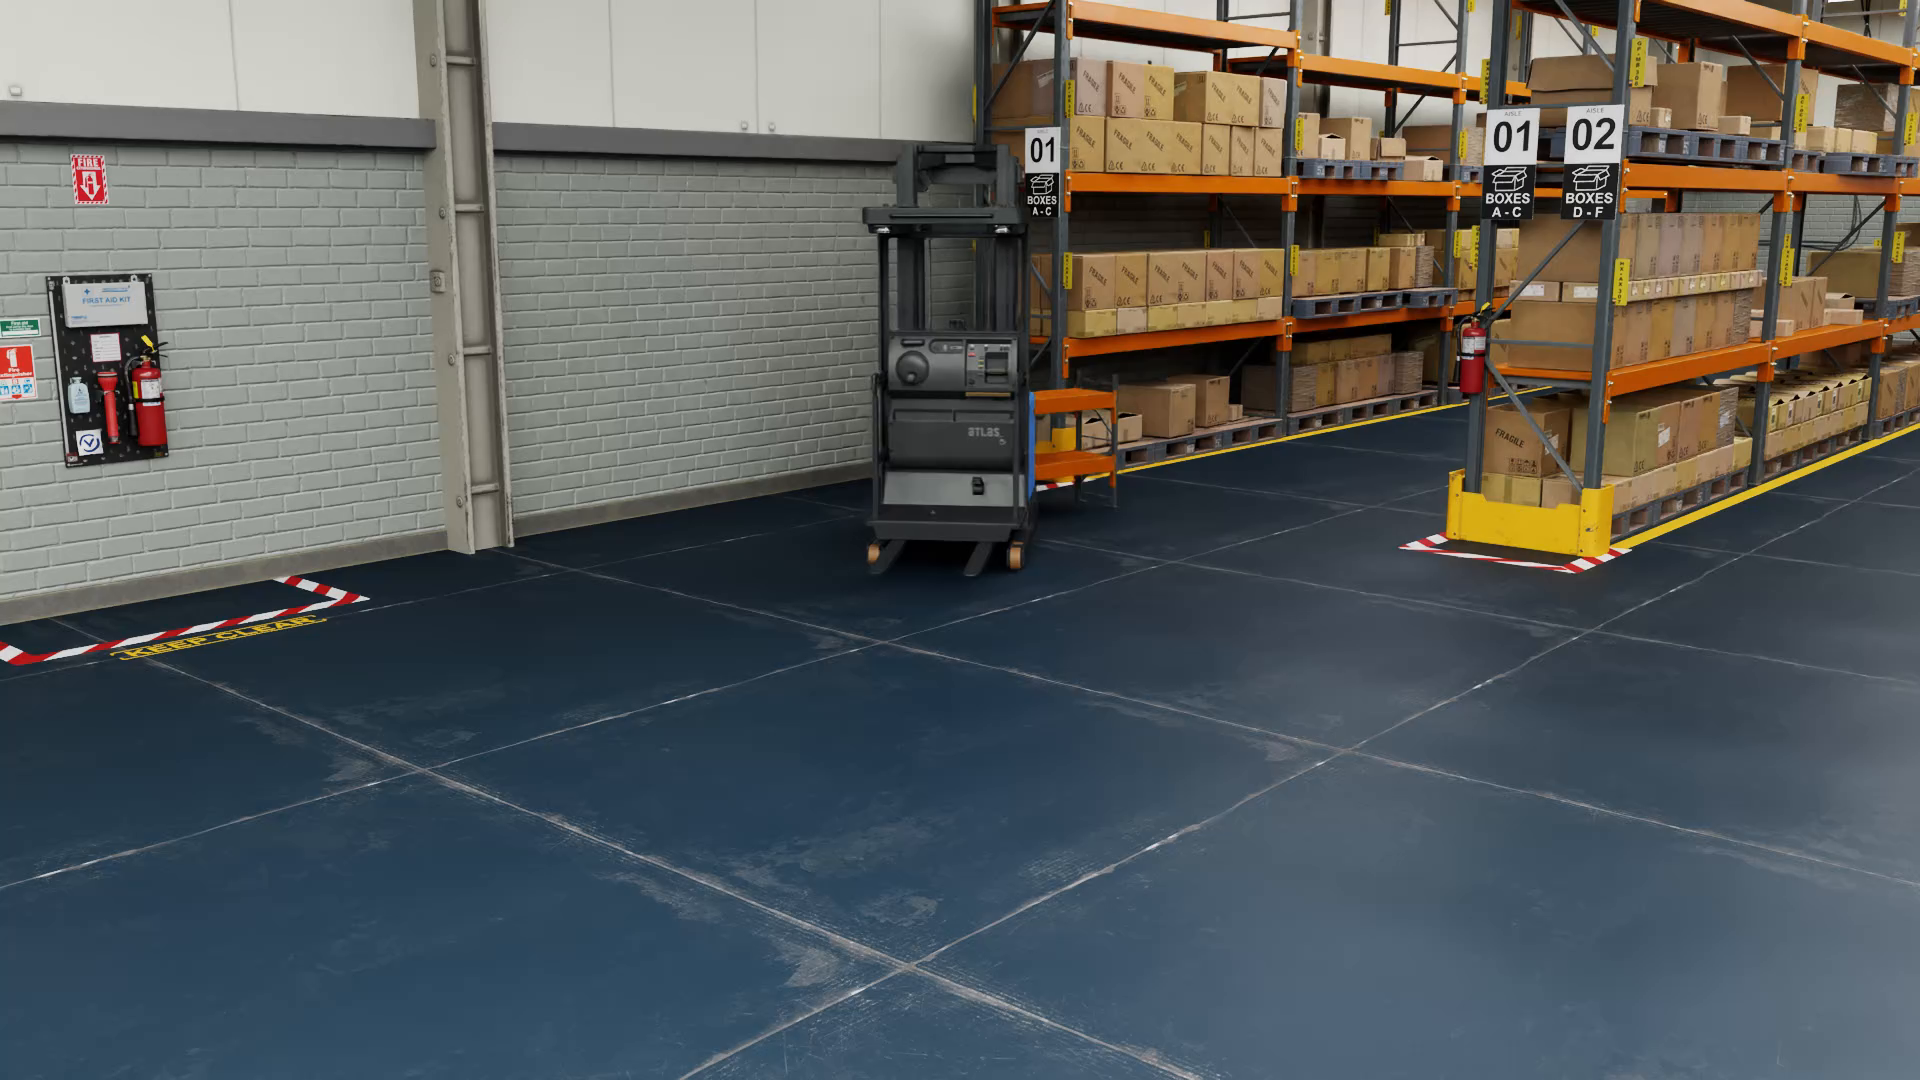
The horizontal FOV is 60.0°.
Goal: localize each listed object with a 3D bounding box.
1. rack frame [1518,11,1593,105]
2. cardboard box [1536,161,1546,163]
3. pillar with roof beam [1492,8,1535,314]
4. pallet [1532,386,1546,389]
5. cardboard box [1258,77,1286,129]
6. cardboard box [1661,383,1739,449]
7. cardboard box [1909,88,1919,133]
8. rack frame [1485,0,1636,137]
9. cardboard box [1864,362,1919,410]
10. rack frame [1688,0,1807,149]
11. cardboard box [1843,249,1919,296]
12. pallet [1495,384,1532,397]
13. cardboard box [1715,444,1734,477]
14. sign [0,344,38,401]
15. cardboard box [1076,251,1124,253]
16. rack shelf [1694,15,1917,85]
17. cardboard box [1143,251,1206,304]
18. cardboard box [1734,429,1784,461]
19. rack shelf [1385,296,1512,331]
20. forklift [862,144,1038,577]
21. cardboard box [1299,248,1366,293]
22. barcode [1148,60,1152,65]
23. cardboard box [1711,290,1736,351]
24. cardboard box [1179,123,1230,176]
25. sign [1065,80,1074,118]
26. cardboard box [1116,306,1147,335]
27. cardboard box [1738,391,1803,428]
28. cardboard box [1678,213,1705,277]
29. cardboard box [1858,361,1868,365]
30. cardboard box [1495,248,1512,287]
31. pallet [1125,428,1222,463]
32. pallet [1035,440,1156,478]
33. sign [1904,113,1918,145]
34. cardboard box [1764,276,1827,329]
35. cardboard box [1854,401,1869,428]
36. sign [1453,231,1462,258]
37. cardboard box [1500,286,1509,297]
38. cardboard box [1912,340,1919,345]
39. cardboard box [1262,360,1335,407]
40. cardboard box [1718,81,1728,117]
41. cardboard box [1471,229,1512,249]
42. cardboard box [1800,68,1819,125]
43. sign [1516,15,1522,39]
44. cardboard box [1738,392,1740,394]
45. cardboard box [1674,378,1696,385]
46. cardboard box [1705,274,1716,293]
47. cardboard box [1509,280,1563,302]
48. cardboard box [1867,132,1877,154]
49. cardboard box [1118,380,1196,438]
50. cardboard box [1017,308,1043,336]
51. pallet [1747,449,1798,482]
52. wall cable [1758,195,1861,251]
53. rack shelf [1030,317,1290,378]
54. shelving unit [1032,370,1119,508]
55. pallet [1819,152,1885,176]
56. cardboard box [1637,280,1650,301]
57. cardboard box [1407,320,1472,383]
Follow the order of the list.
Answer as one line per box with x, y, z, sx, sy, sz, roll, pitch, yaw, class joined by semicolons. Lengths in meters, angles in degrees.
8.485;-6.791;23.734;1.000;3.000;0.127;10;15;40;rack frame
7.821;-5.469;23.398;0.700;0.500;0.500;9;14;37;cardboard box
11.531;-6.449;22.023;9.100;9.000;0.400;10;15;40;pillar with roof beam
8.032;-2.358;23.978;1.003;0.211;1.213;10;15;40;pallet
3.077;-4.583;17.481;0.500;0.500;0.500;8;14;36;cardboard box
6.447;-1.088;14.536;0.500;0.500;0.500;10;15;40;cardboard box
10.534;-4.844;18.839;0.500;0.500;0.500;10;15;40;cardboard box
4.287;-4.385;11.691;1.000;3.000;0.127;10;15;40;rack frame
10.759;-1.791;19.279;0.500;0.500;0.500;10;15;40;cardboard box
6.928;-4.974;14.637;1.000;3.000;0.127;10;15;40;rack frame
10.646;-3.092;19.207;0.500;0.500;0.700;-9;14;-37;cardboard box
7.227;-2.178;23.075;1.003;0.211;1.213;10;15;40;pallet
6.448;-0.720;14.608;0.500;0.250;0.500;10;15;40;cardboard box
-5.687;-1.006;9.999;0.001;0.329;0.234;10;15;40;sign
1.393;-2.633;16.655;0.500;0.500;0.500;9;15;39;cardboard box
8.248;-4.719;16.220;1.077;0.370;4.000;10;15;40;rack shelf
2.116;-2.643;16.701;0.500;0.500;0.500;10;15;42;cardboard box
7.380;-0.917;15.590;0.500;0.250;0.500;9;15;39;cardboard box
7.165;-3.202;22.919;1.077;0.370;4.000;10;15;40;rack shelf
-0.071;-1.296;11.719;1.130;2.935;3.031;1;11;6;forklift
4.351;-3.189;19.641;0.500;0.500;0.700;-10;15;-40;cardboard box
1.963;-4.925;17.203;0.001;0.075;0.075;10;15;40;barcode
6.296;-1.936;14.492;0.700;0.500;0.500;10;15;40;cardboard box
2.376;-3.936;16.794;0.500;0.500;0.500;9;14;38;cardboard box
0.971;-3.913;14.752;0.100;0.325;0.005;10;15;40;sign
1.456;-2.128;16.041;0.500;0.250;0.500;9;15;39;cardboard box
7.722;-1.266;15.907;0.500;0.311;0.500;10;15;40;cardboard box
5.646;-2.429;13.648;0.700;0.500;0.500;10;15;40;cardboard box
10.351;-1.854;19.595;0.500;0.500;0.500;9;14;38;cardboard box
7.038;-3.652;22.271;0.500;0.500;0.500;10;15;40;cardboard box
1.982;-1.020;17.282;1.003;0.211;1.213;10;15;40;pallet
1.177;-0.842;16.387;1.003;0.211;1.213;10;15;40;pallet
9.979;-4.311;17.454;0.100;0.325;0.005;10;15;40;sign
8.473;-2.420;16.915;0.500;0.500;0.500;9;14;37;cardboard box
9.404;-1.369;17.854;0.500;0.250;0.500;10;15;42;cardboard box
6.258;-3.720;20.925;0.100;0.325;0.005;10;15;40;sign
7.240;-3.392;22.628;0.380;0.149;0.250;10;15;41;cardboard box
13.445;-2.477;22.707;0.797;0.503;0.637;10;15;40;cardboard box
3.981;-1.855;19.597;0.700;0.500;0.500;9;15;39;cardboard box
6.397;-3.786;14.666;0.500;0.500;0.500;-11;15;-43;cardboard box
7.019;-4.019;22.196;0.500;0.250;0.500;10;15;41;cardboard box
7.723;-4.175;15.695;0.500;0.500;0.500;-10;15;-42;cardboard box
8.084;-7.402;24.005;0.100;0.325;0.005;10;15;40;sign
7.318;-1.338;16.269;0.500;0.311;0.500;10;15;42;cardboard box
6.386;-1.229;15.241;0.500;0.500;0.500;10;15;40;cardboard box
6.070;-2.145;13.878;0.380;0.149;0.250;10;15;42;cardboard box
4.396;-1.891;12.610;0.380;0.149;0.250;9;15;39;cardboard box
9.311;-4.150;17.481;0.500;0.250;0.500;8;14;36;cardboard box
1.986;-1.349;17.063;0.700;0.500;0.500;9;14;37;cardboard box
0.727;-2.113;15.965;0.500;0.250;0.500;10;15;41;cardboard box
7.385;-0.778;16.066;1.003;0.211;1.213;10;15;40;pallet
15.127;-6.642;30.920;3.097;2.526;0.112;10;15;40;wall cable
1.884;-2.025;17.026;1.077;0.370;4.000;10;15;40;rack shelf
0.756;-0.805;13.870;1.048;1.125;0.538;-8;14;-36;shelving unit
8.451;-3.722;16.513;1.003;0.211;1.213;11;16;43;pallet
5.046;-1.916;12.734;0.380;0.149;0.250;10;15;41;cardboard box
6.428;-2.503;22.002;0.750;0.750;0.750;10;15;40;cardboard box
